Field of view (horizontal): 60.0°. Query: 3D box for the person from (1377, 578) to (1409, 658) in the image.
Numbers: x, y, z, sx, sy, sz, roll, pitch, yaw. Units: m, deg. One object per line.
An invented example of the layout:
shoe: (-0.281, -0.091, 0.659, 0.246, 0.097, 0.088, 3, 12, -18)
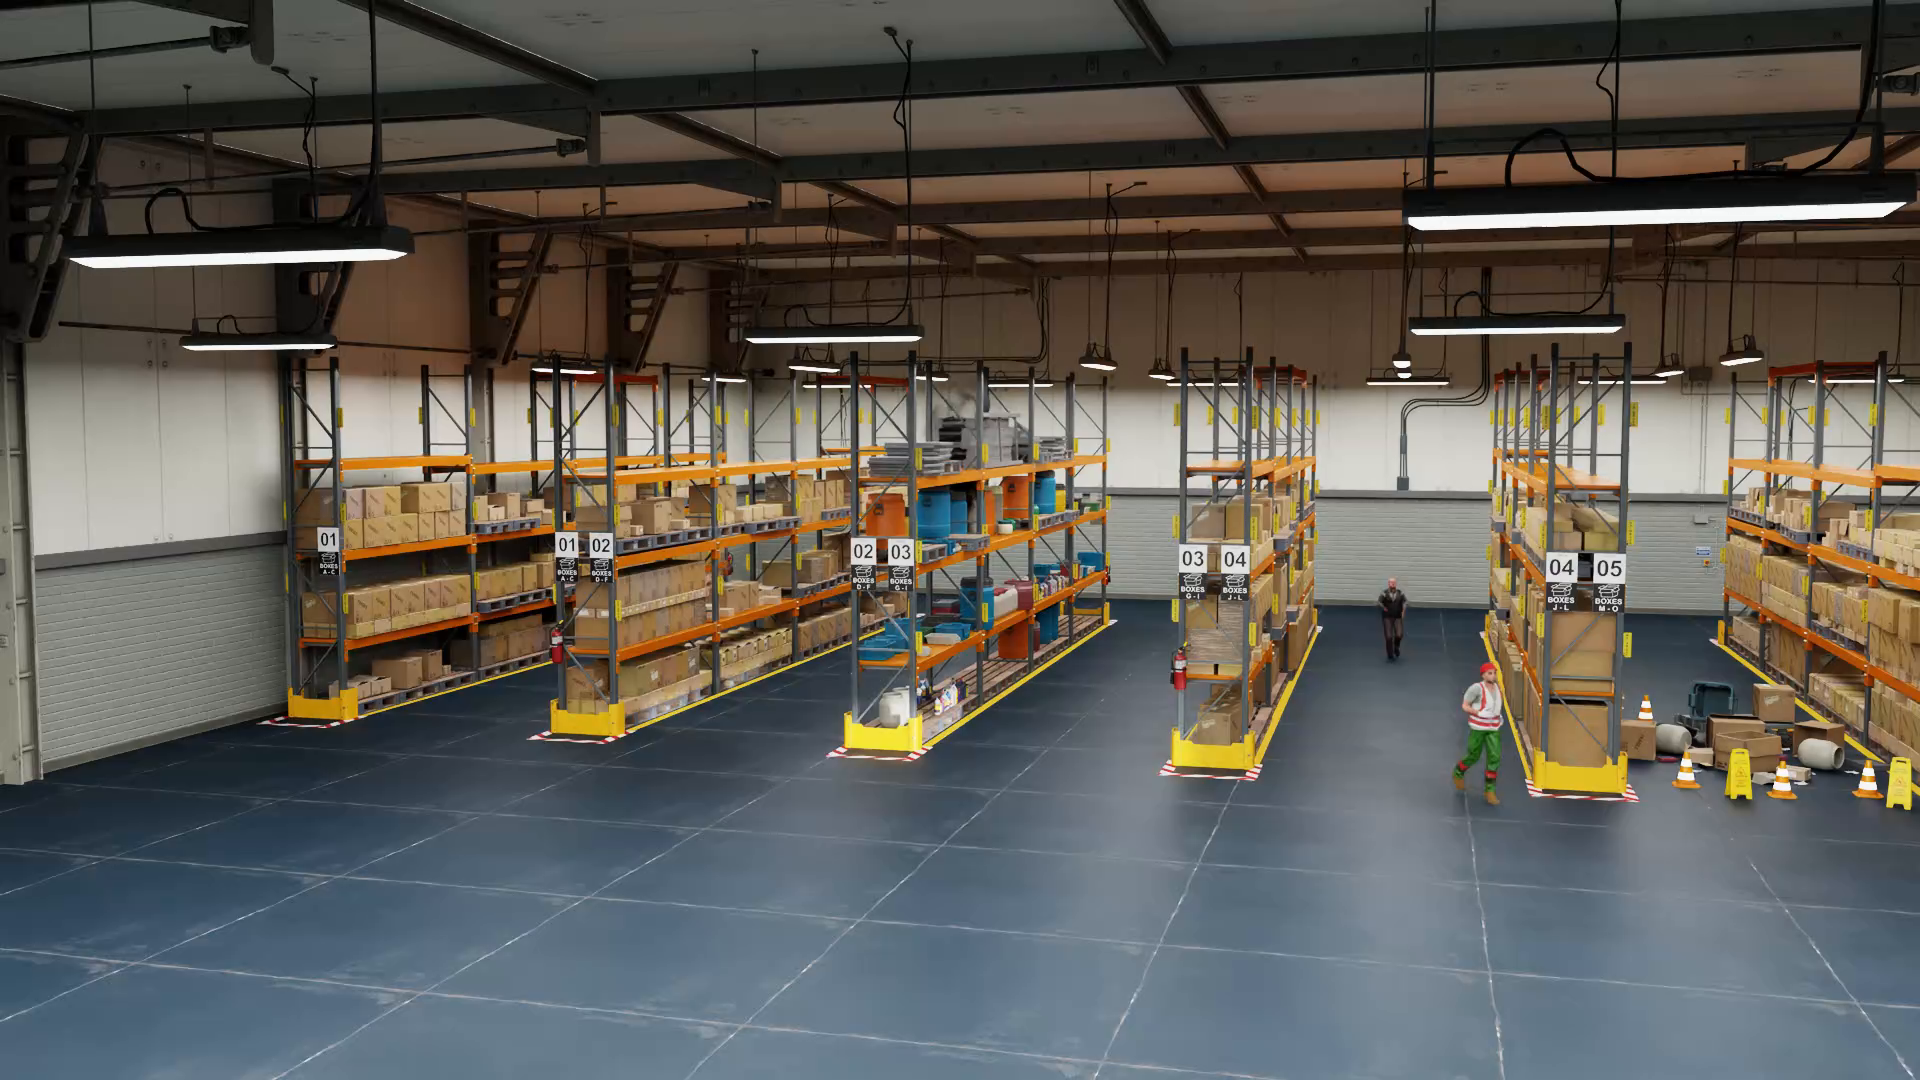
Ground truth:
person: (8.962, 1.628, 34.407, 0.649, 1.676, 0.580, 1, 4, 11)

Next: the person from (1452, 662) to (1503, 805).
person: (6.889, 2.501, 21.896, 0.673, 1.808, 0.902, -1, 4, -17)

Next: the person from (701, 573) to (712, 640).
person: (-5.505, 1.533, 36.062, 0.566, 1.629, 0.550, 0, 4, 1)

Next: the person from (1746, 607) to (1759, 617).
person: (18.077, 1.478, 37.677, 0.593, 1.542, 0.484, -3, 5, -39)
